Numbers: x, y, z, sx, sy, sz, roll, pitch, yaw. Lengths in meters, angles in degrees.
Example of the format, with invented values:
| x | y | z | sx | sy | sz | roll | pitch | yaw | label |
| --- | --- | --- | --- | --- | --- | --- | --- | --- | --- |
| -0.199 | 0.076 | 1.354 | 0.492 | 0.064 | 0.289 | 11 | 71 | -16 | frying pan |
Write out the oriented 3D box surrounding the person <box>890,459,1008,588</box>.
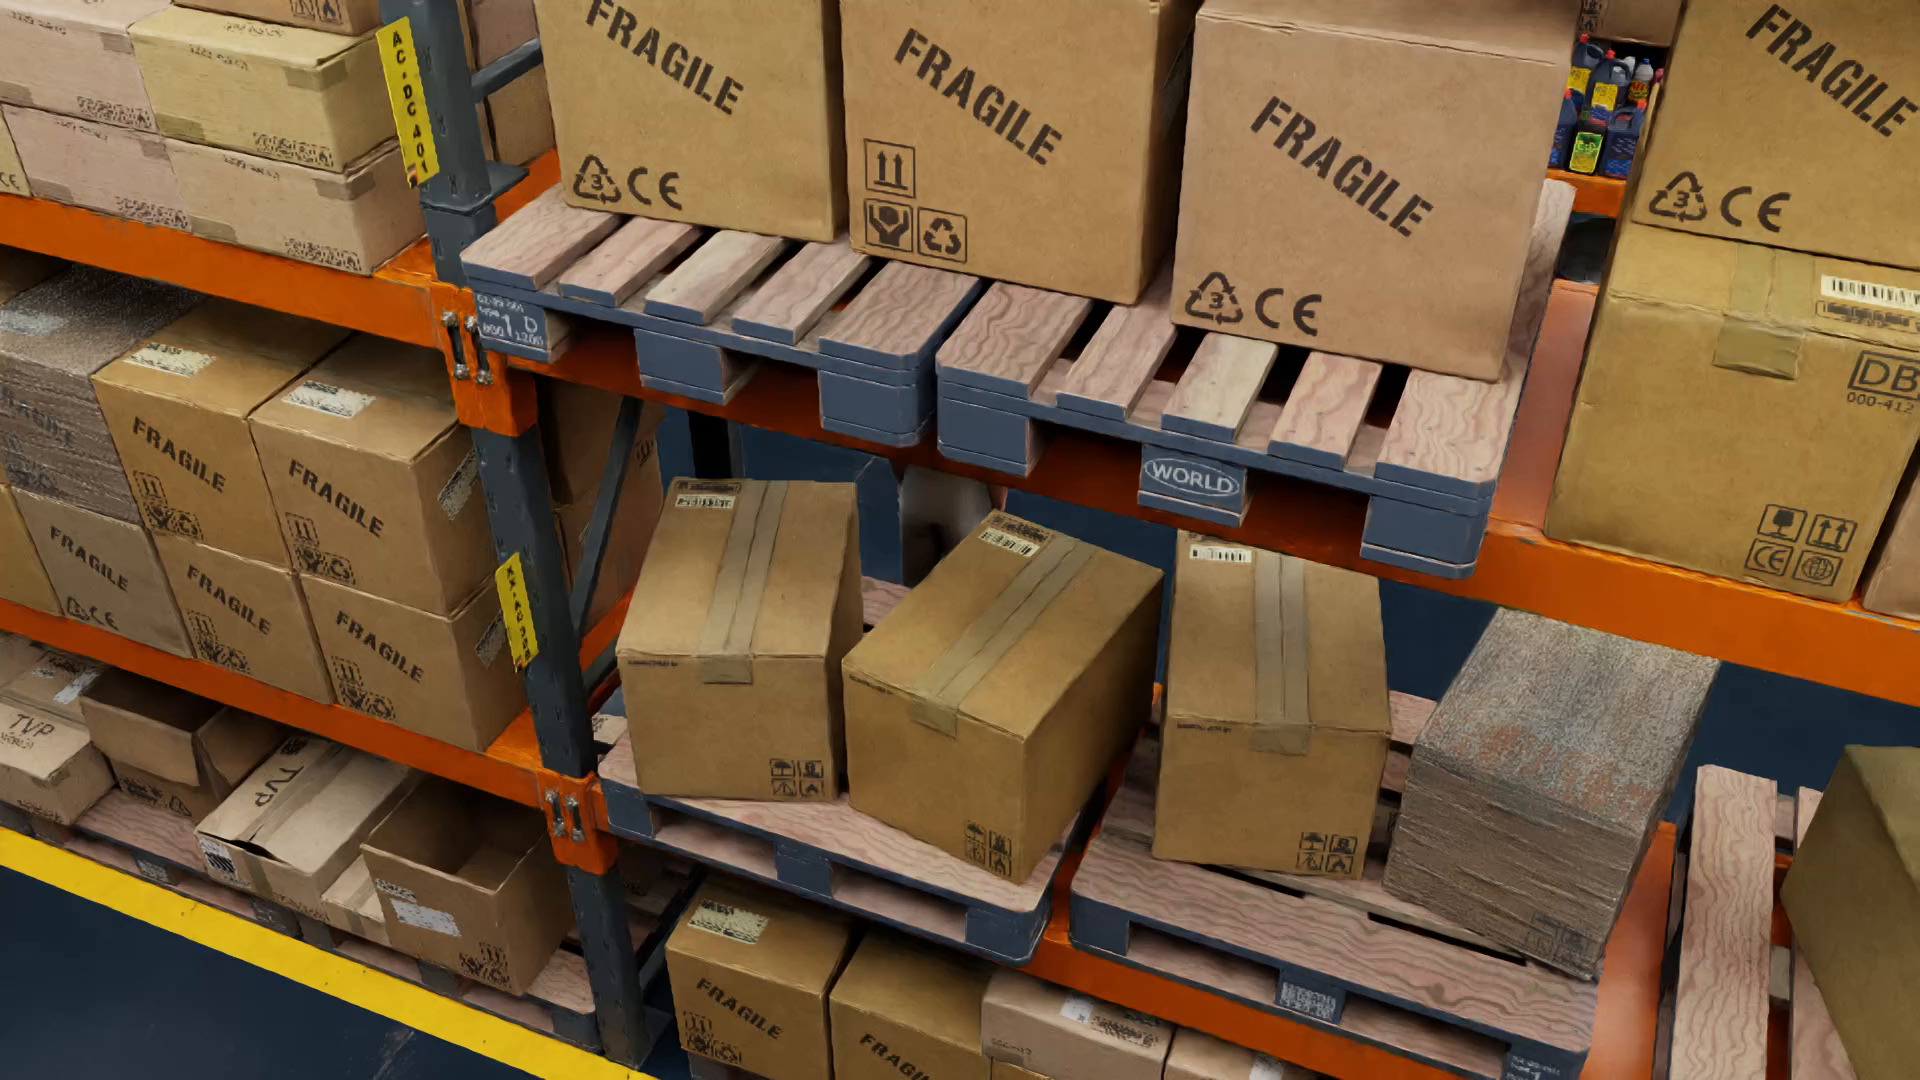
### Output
| x | y | z | sx | sy | sz | roll | pitch | yaw | label |
| --- | --- | --- | --- | --- | --- | --- | --- | --- | --- |
| -0.037 | -0.107 | 6.257 | 0.480 | 1.677 | 0.378 | 12 | 39 | 15 | person |
